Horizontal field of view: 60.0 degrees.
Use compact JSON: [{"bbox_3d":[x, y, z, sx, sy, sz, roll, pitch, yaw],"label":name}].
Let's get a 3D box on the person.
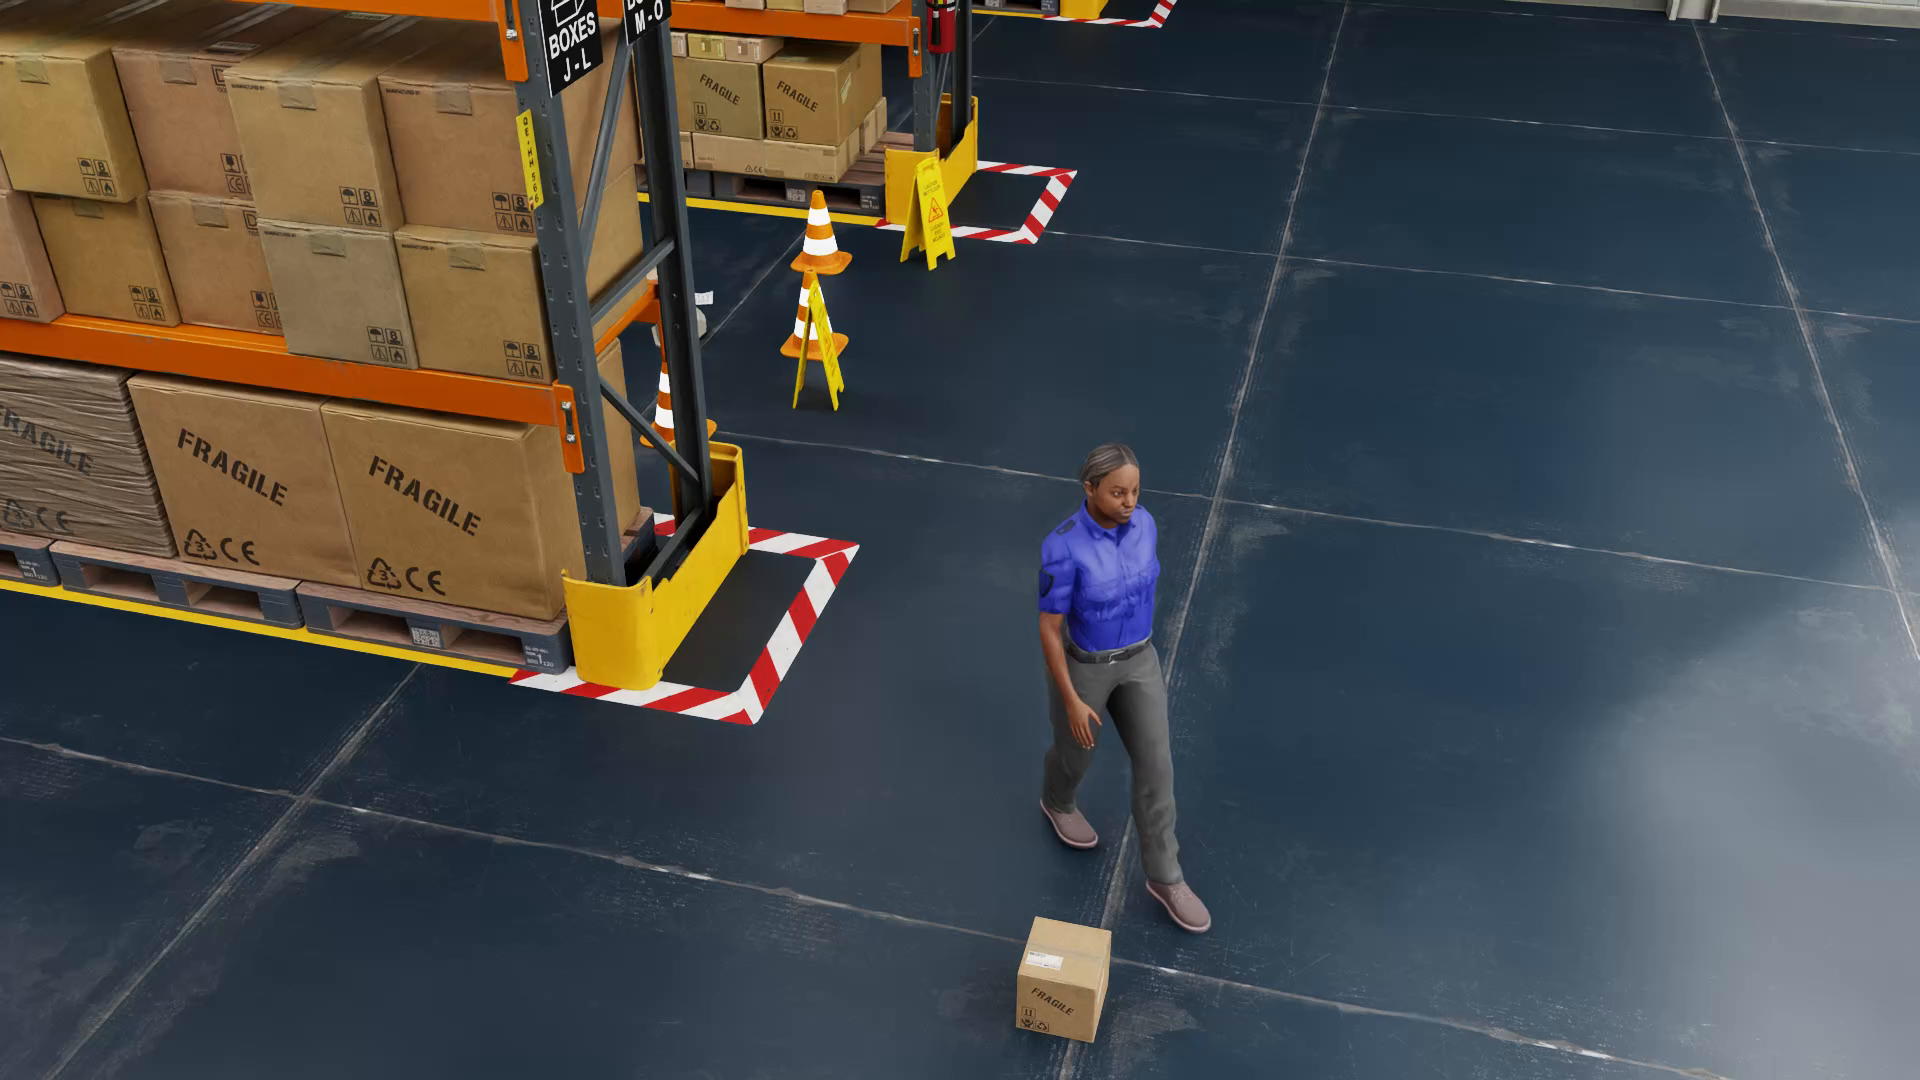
[{"bbox_3d":[0.524,0.491,5.389,0.500,1.628,0.844,-14,35,-20],"label":"person"}]
